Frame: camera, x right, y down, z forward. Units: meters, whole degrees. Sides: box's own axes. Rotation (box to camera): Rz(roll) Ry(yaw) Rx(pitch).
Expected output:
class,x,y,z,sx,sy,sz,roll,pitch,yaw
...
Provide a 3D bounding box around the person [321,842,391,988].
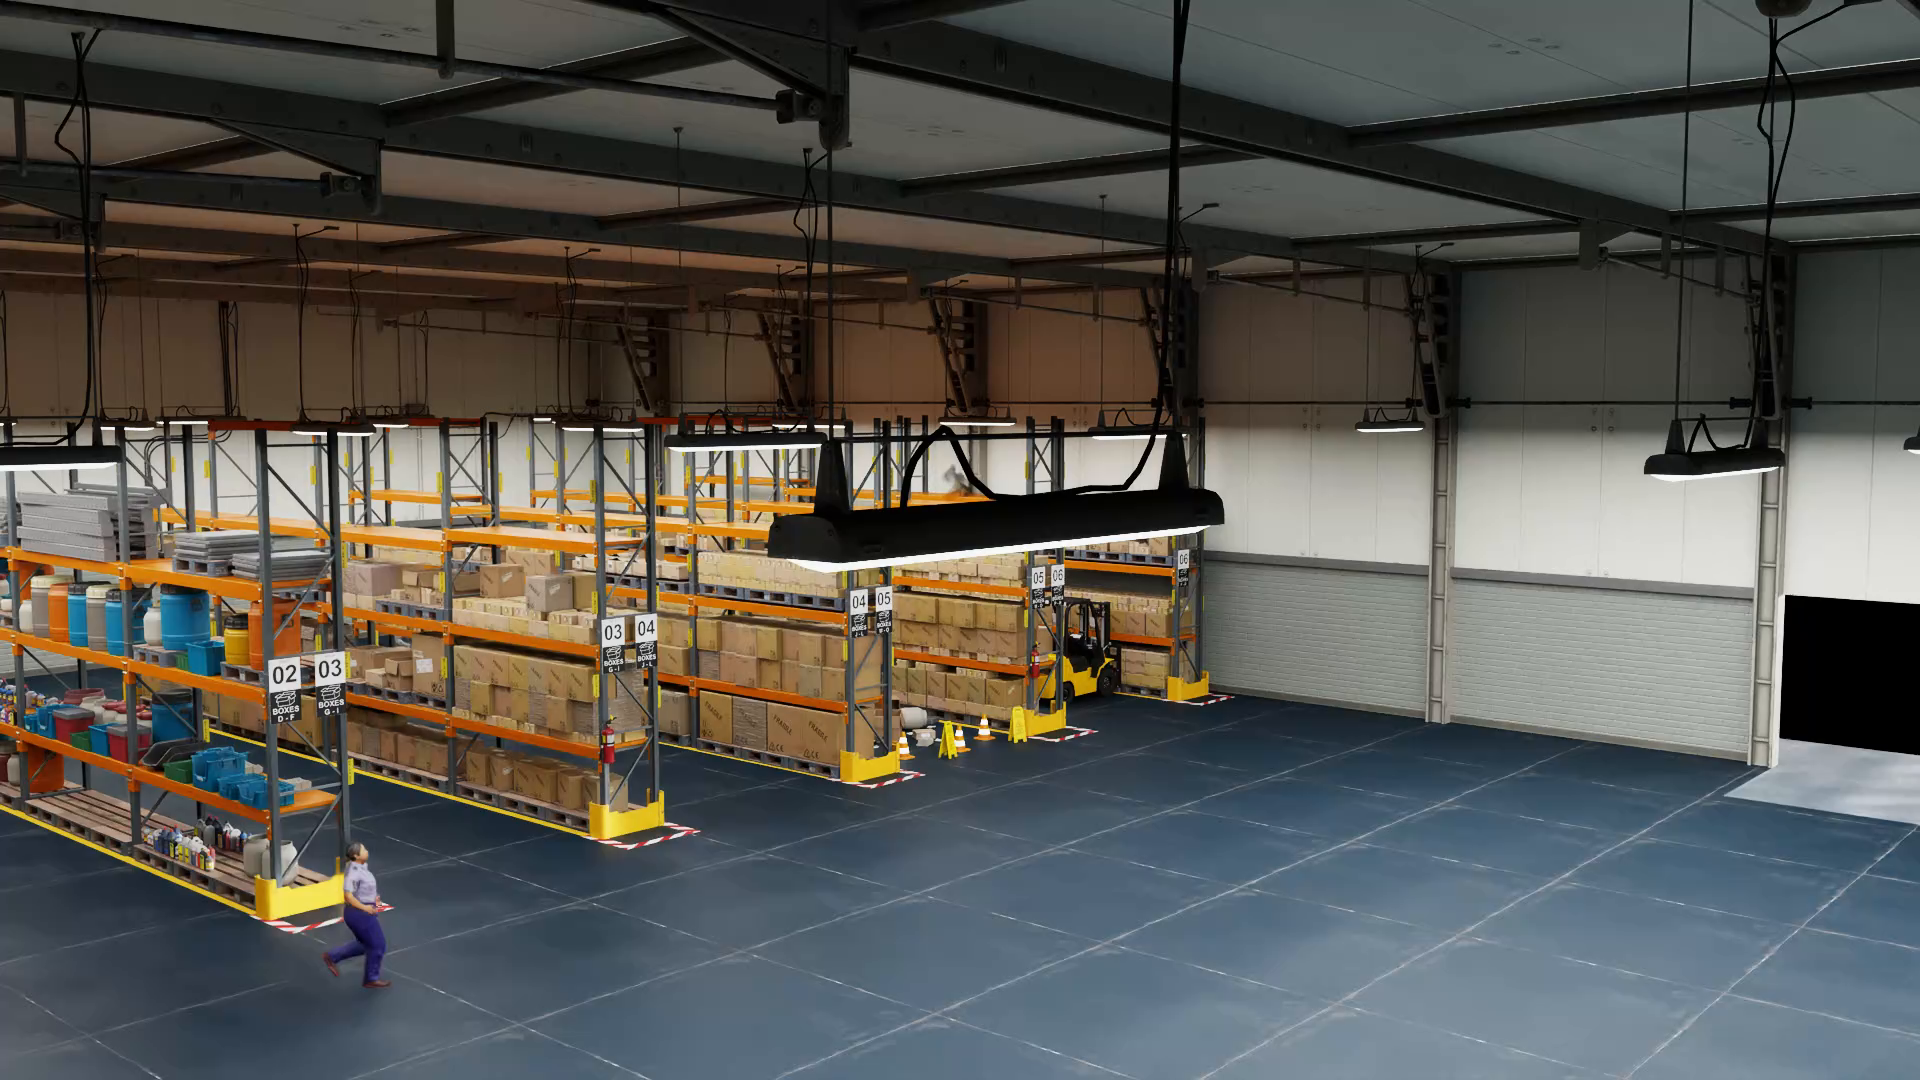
class,x,y,z,sx,sy,sz,roll,pitch,yaw
person,-6.492,4.053,17.909,0.648,1.624,0.608,-2,5,-24

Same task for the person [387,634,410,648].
class,x,y,z,sx,sy,sz,roll,pitch,yaw
person,-13.834,2.125,40.838,0.574,1.644,0.606,2,5,24
